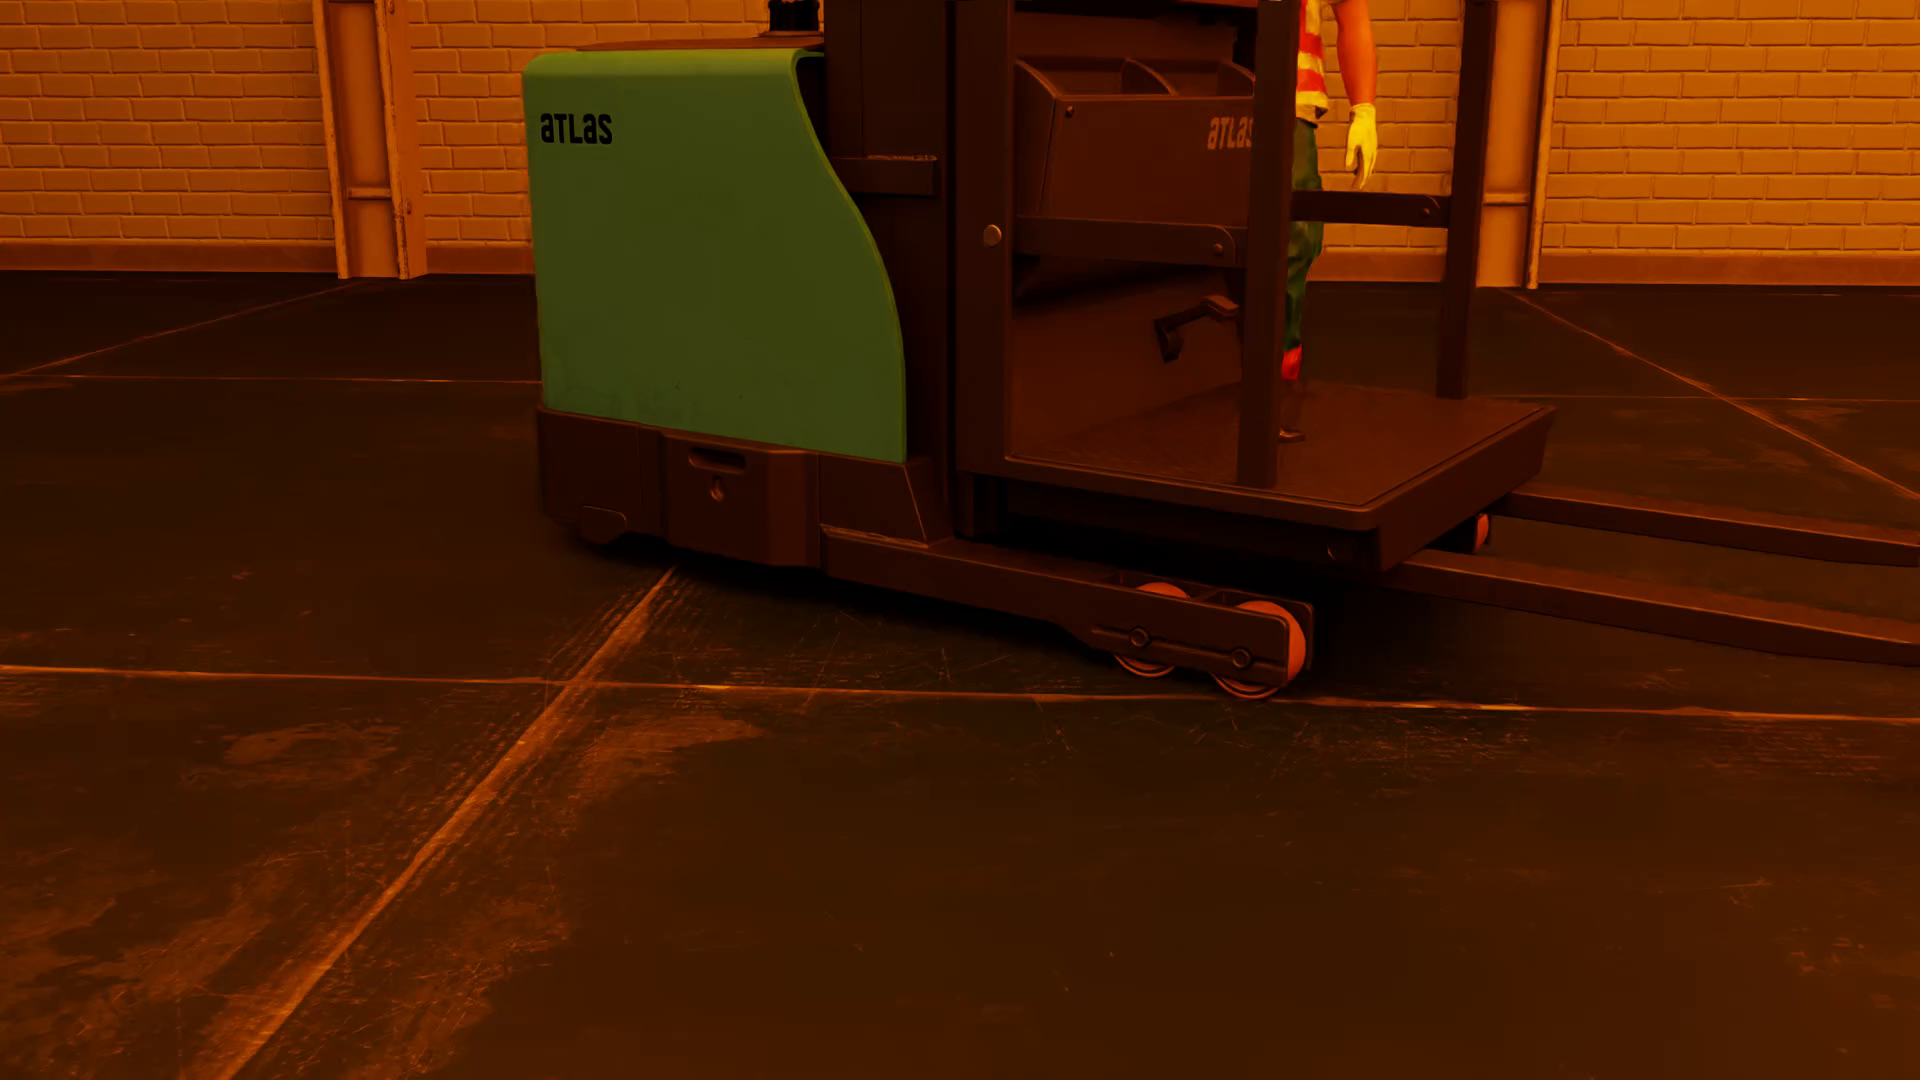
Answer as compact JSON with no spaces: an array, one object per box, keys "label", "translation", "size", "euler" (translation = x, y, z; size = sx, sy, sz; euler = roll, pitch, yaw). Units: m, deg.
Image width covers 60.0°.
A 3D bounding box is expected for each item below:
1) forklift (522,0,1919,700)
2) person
[{"label":"forklift","translation":[0.553,-1.302,3.016],"size":[3.031,2.935,1.130],"euler":[10,18,33]},{"label":"person","translation":[0.713,-1.031,4.199],"size":[0.677,1.792,0.482],"euler":[3,16,13]}]
